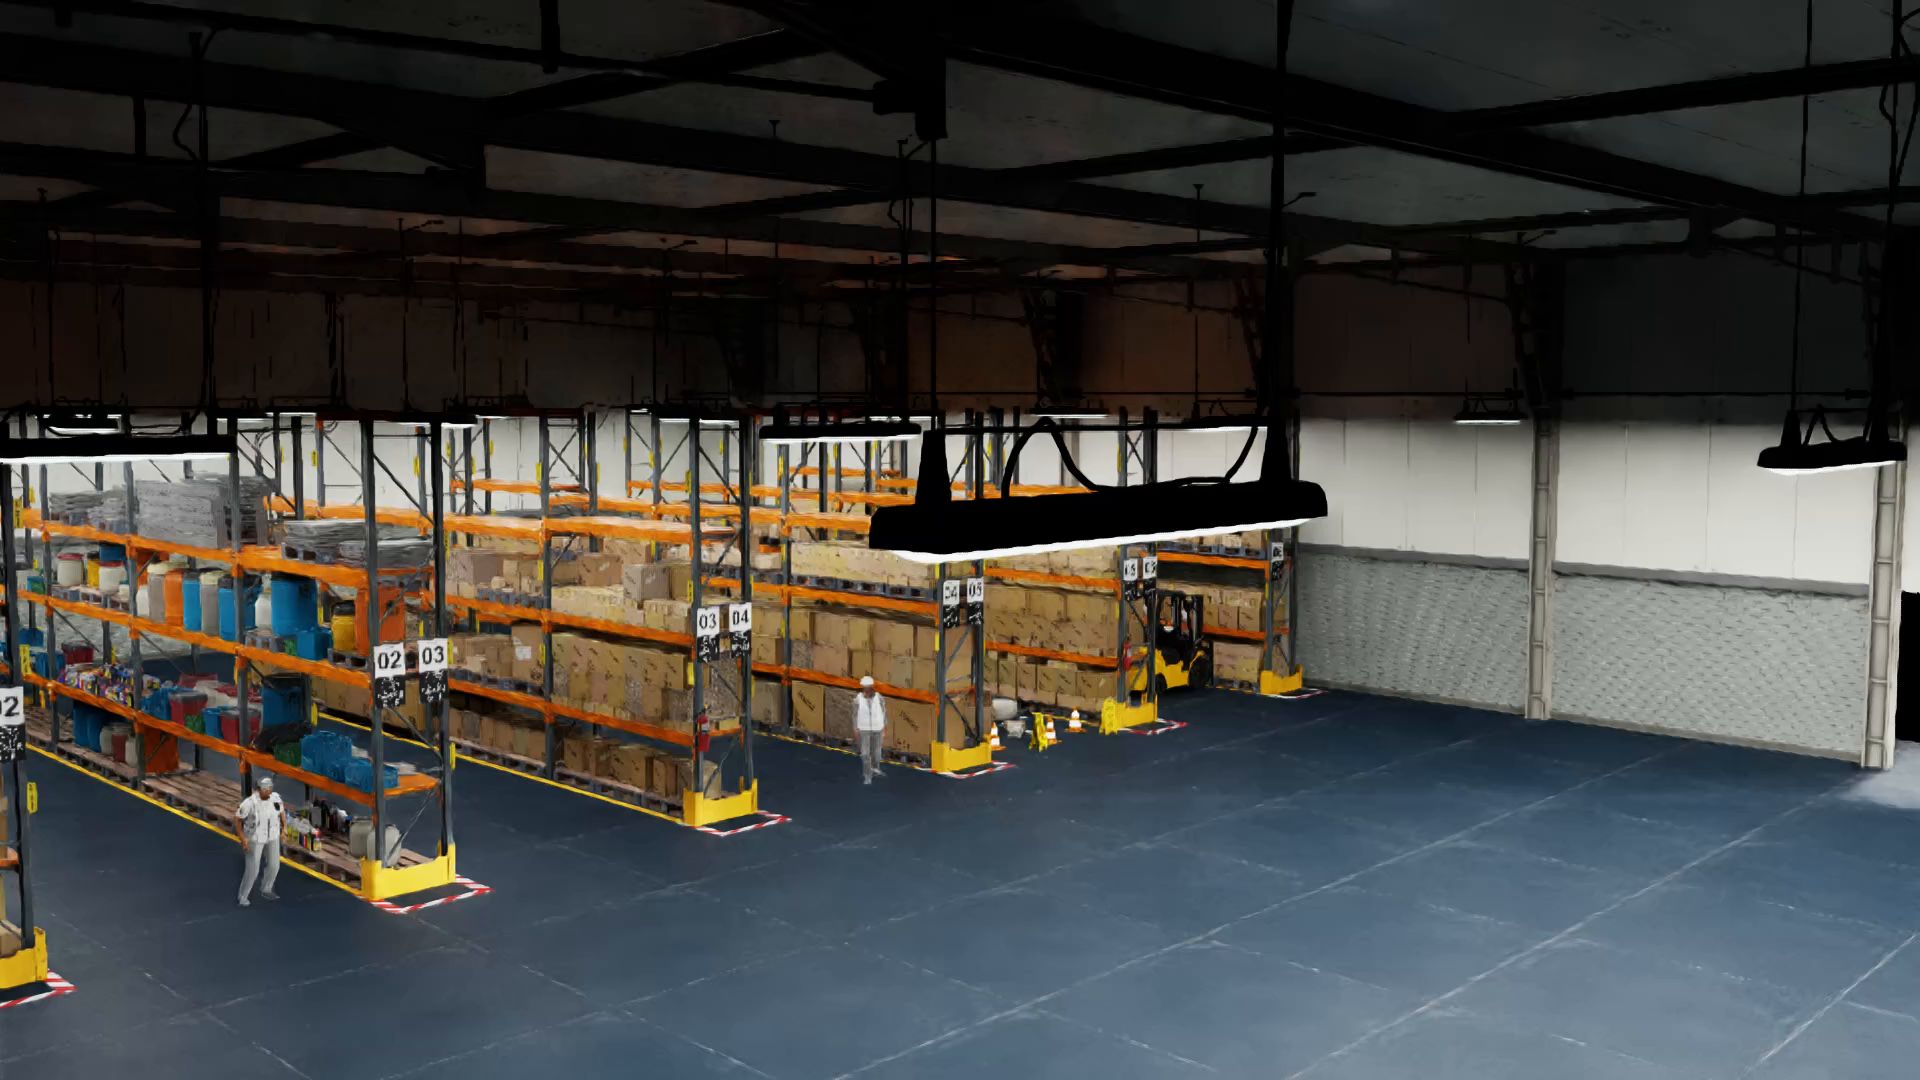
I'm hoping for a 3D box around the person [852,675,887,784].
[{"bbox_3d":[-1.471,3.058,27.101,0.572,1.759,0.563,-1,5,-10],"label":"person"}]

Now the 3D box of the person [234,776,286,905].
[{"bbox_3d":[-8.660,3.709,20.630,0.582,1.611,0.625,4,7,41],"label":"person"}]
